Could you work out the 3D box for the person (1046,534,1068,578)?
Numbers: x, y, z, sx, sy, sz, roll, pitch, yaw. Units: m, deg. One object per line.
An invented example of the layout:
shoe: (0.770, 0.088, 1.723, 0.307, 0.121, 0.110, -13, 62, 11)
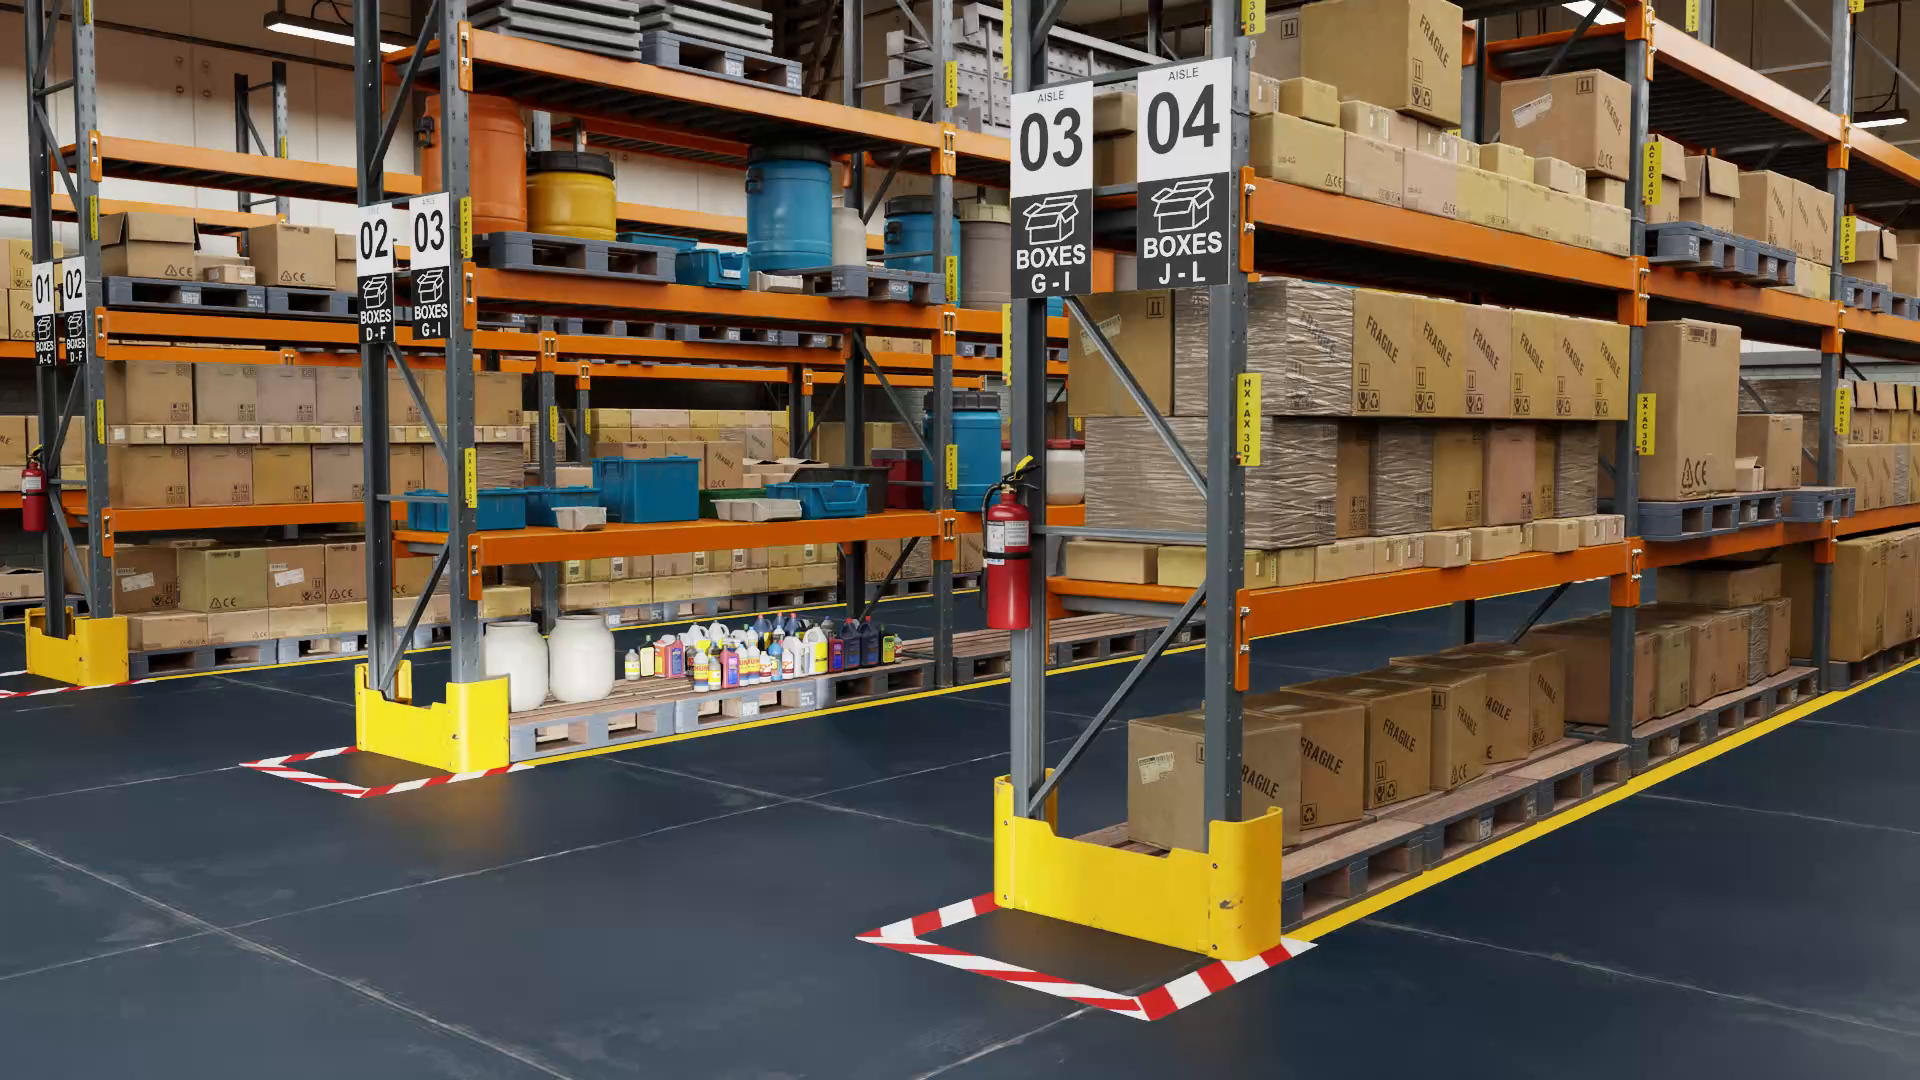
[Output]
person: (0.935, -0.094, 17.432, 0.432, 1.686, 0.533, 1, 4, 18)
